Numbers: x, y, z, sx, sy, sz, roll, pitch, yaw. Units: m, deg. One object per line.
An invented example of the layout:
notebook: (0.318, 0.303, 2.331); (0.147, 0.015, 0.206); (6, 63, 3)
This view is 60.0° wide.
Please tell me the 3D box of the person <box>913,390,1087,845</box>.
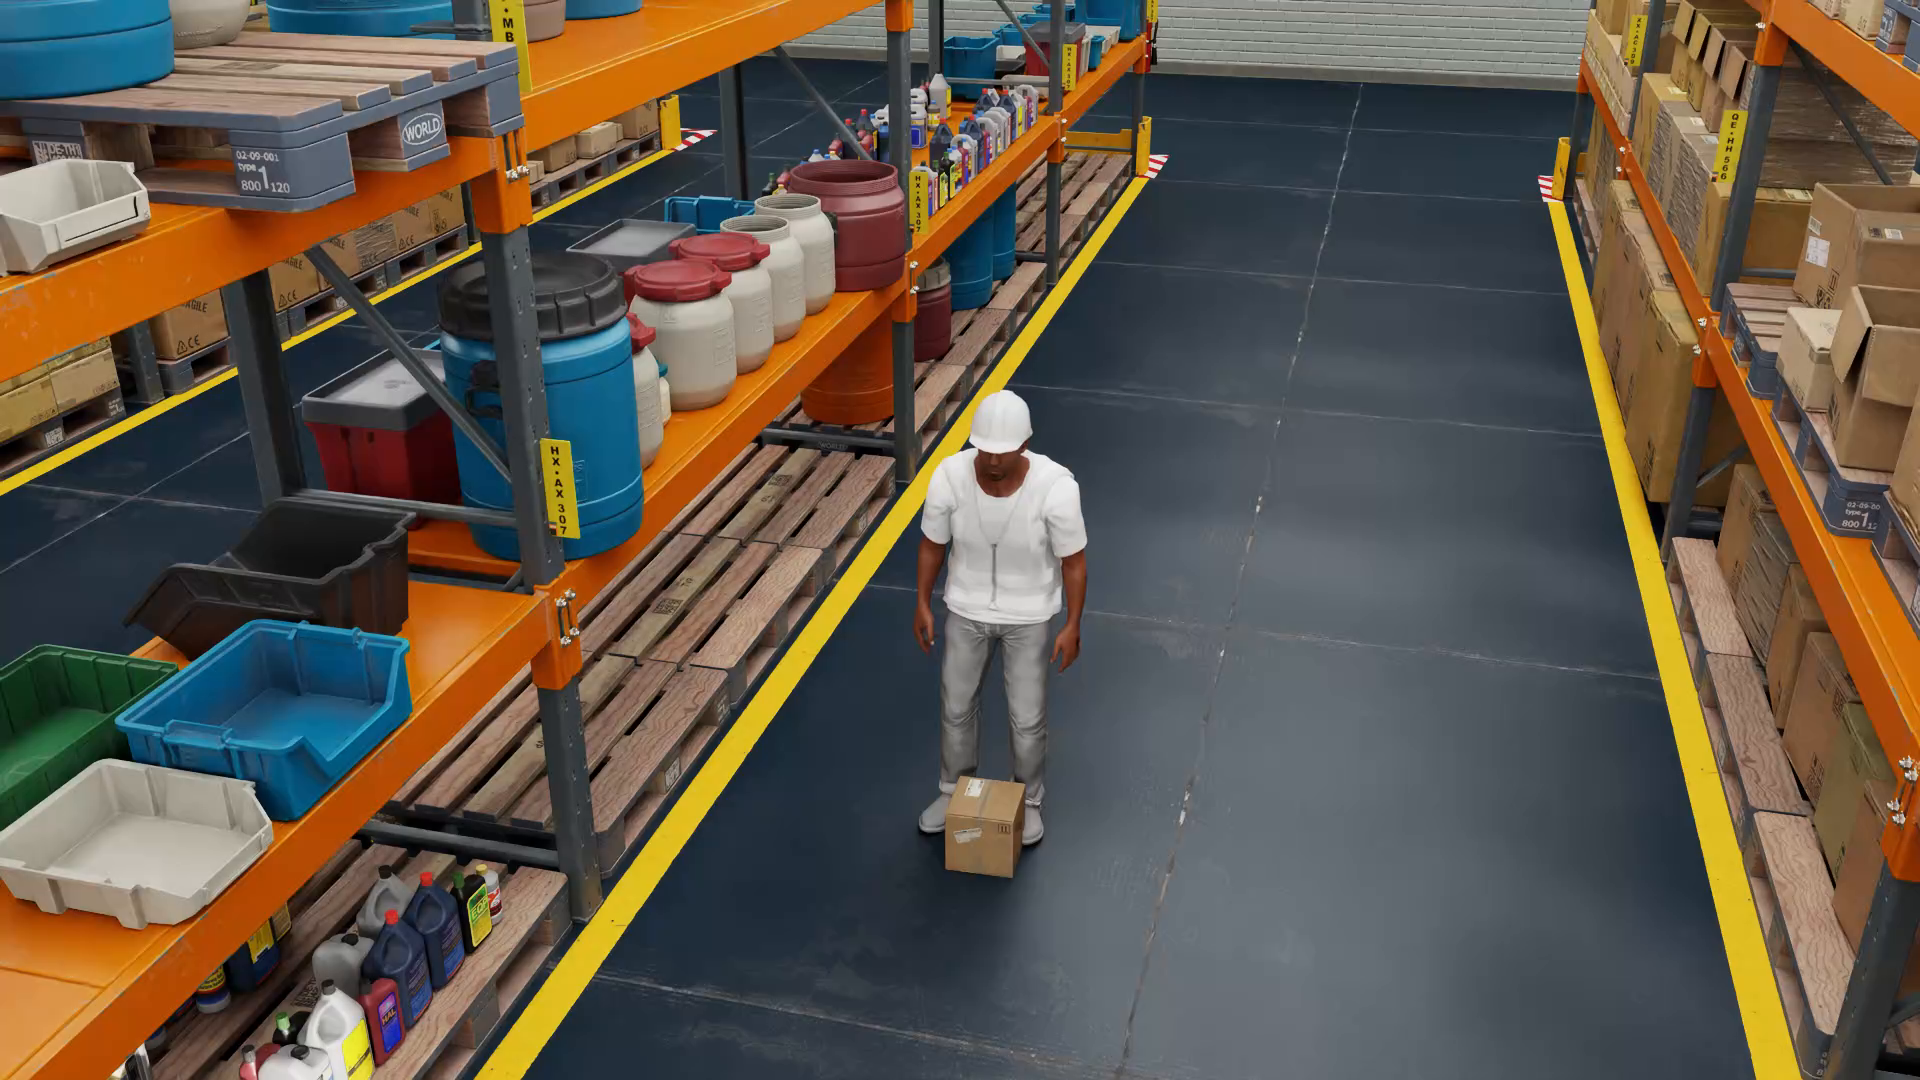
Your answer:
person: (0.136, 0.276, 6.000); (0.628, 1.761, 0.457); (6, 26, 13)
